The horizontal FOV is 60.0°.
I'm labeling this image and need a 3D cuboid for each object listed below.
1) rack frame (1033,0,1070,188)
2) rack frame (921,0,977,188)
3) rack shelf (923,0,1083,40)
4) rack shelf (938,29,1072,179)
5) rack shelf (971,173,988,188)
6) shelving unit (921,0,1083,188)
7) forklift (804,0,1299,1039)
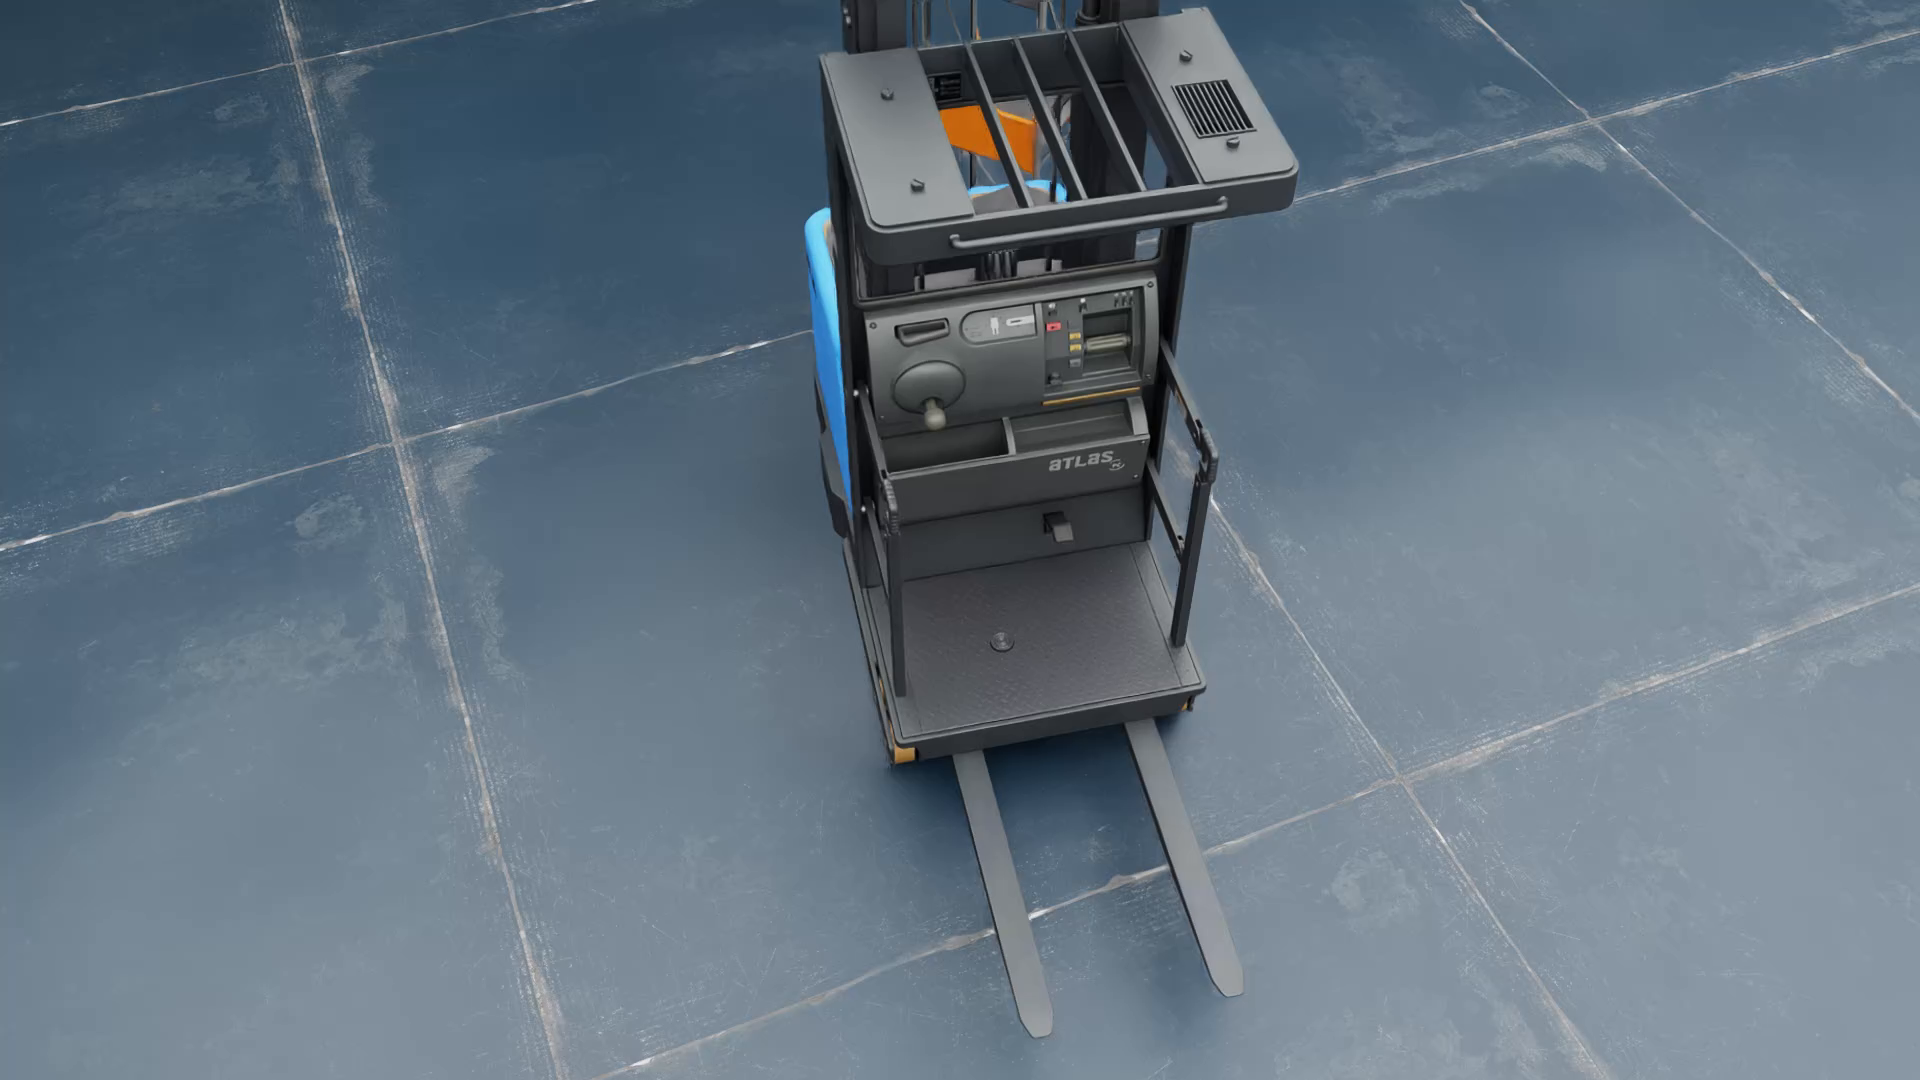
[{"bbox_3d":[0.386,-1.562,6.548,0.015,2.100,0.400,23,53,19],"label":"rack frame"},{"bbox_3d":[-0.037,-1.746,6.706,0.015,2.100,0.400,23,53,19],"label":"rack frame"},{"bbox_3d":[0.174,-2.101,6.106,0.480,0.518,0.431,23,53,19],"label":"rack shelf"},{"bbox_3d":[0.174,-1.645,6.637,0.480,0.518,0.431,23,53,19],"label":"rack shelf"},{"bbox_3d":[0.174,-1.189,7.168,0.480,0.518,0.431,23,53,19],"label":"rack shelf"},{"bbox_3d":[0.174,-1.654,6.627,0.503,2.100,0.431,23,53,19],"label":"shelving unit"},{"bbox_3d":[0.218,-0.484,5.074,1.130,2.935,3.031,-10,50,-8],"label":"forklift"}]
